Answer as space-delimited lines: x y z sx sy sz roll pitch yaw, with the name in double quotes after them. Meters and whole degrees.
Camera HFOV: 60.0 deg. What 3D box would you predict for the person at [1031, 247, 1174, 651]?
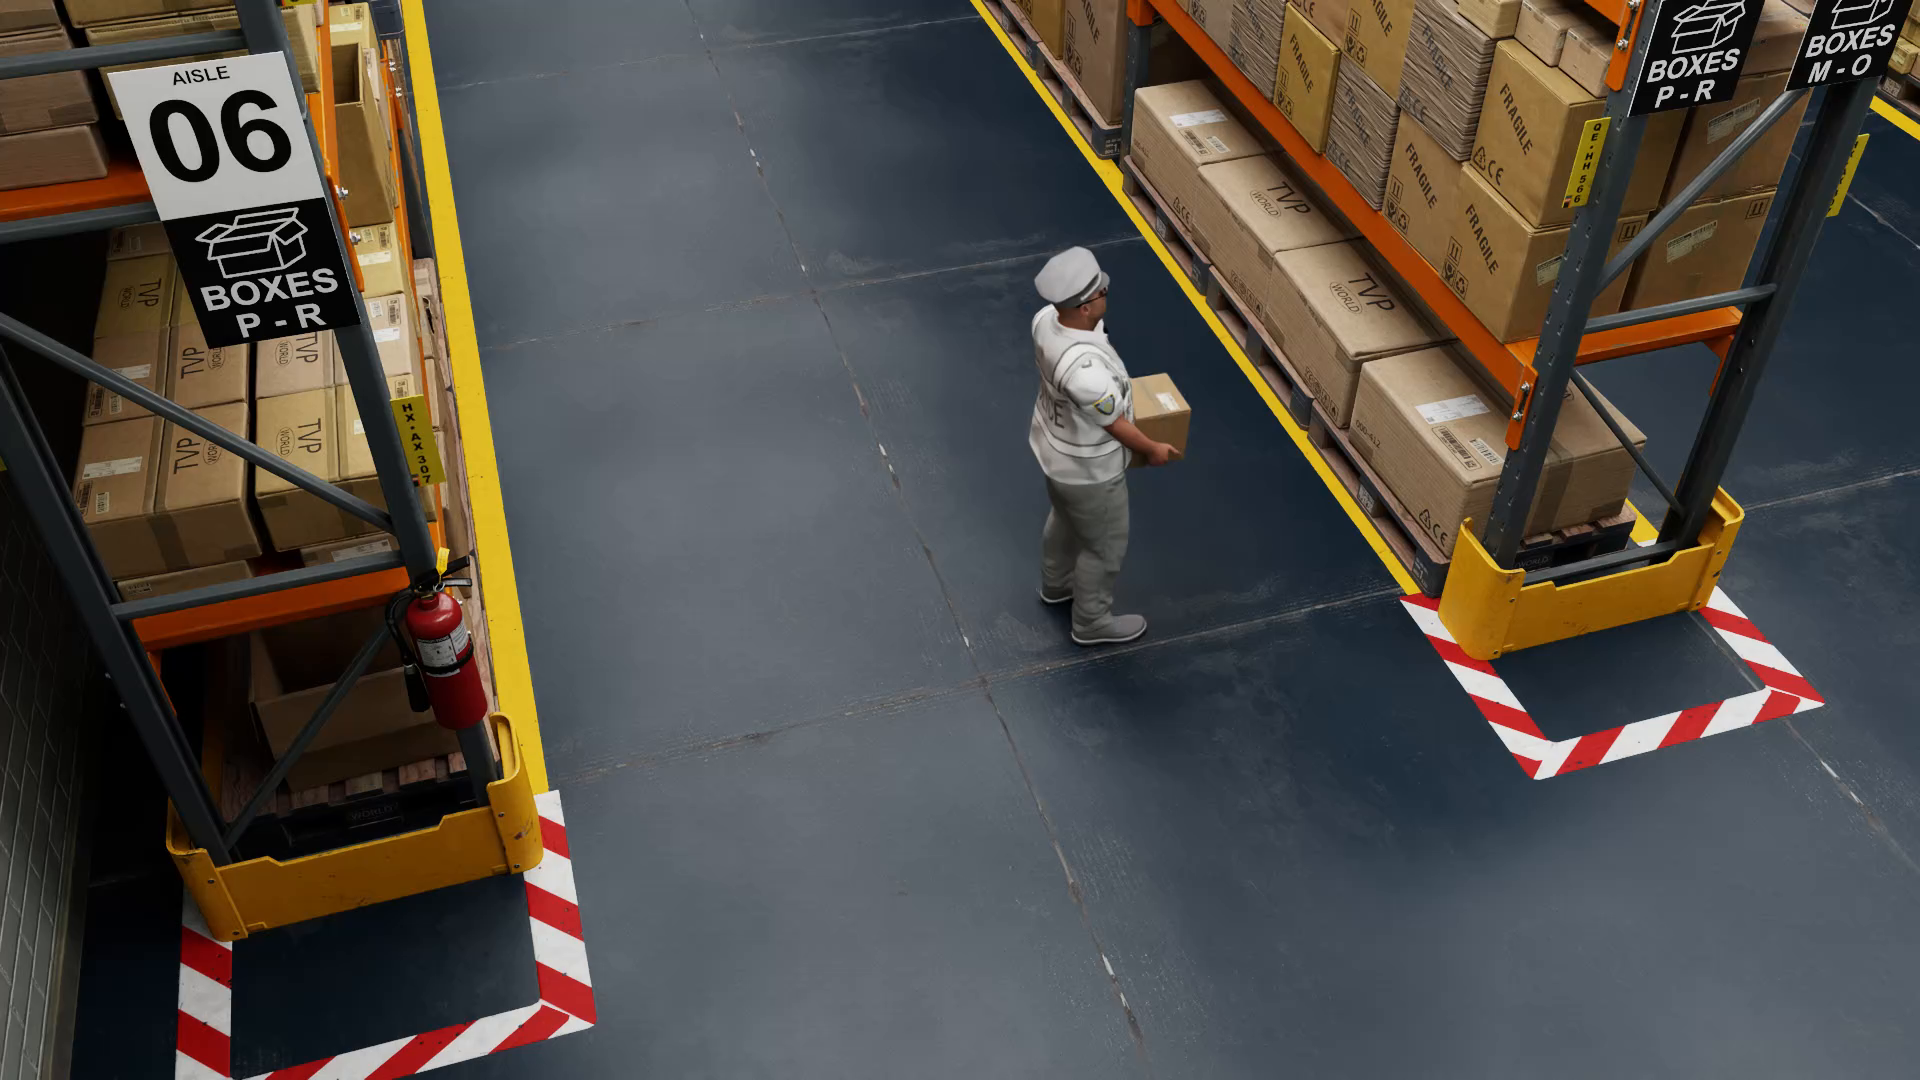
0.547 -0.354 6.521 0.538 1.786 0.532 -11 43 -12 "person"
